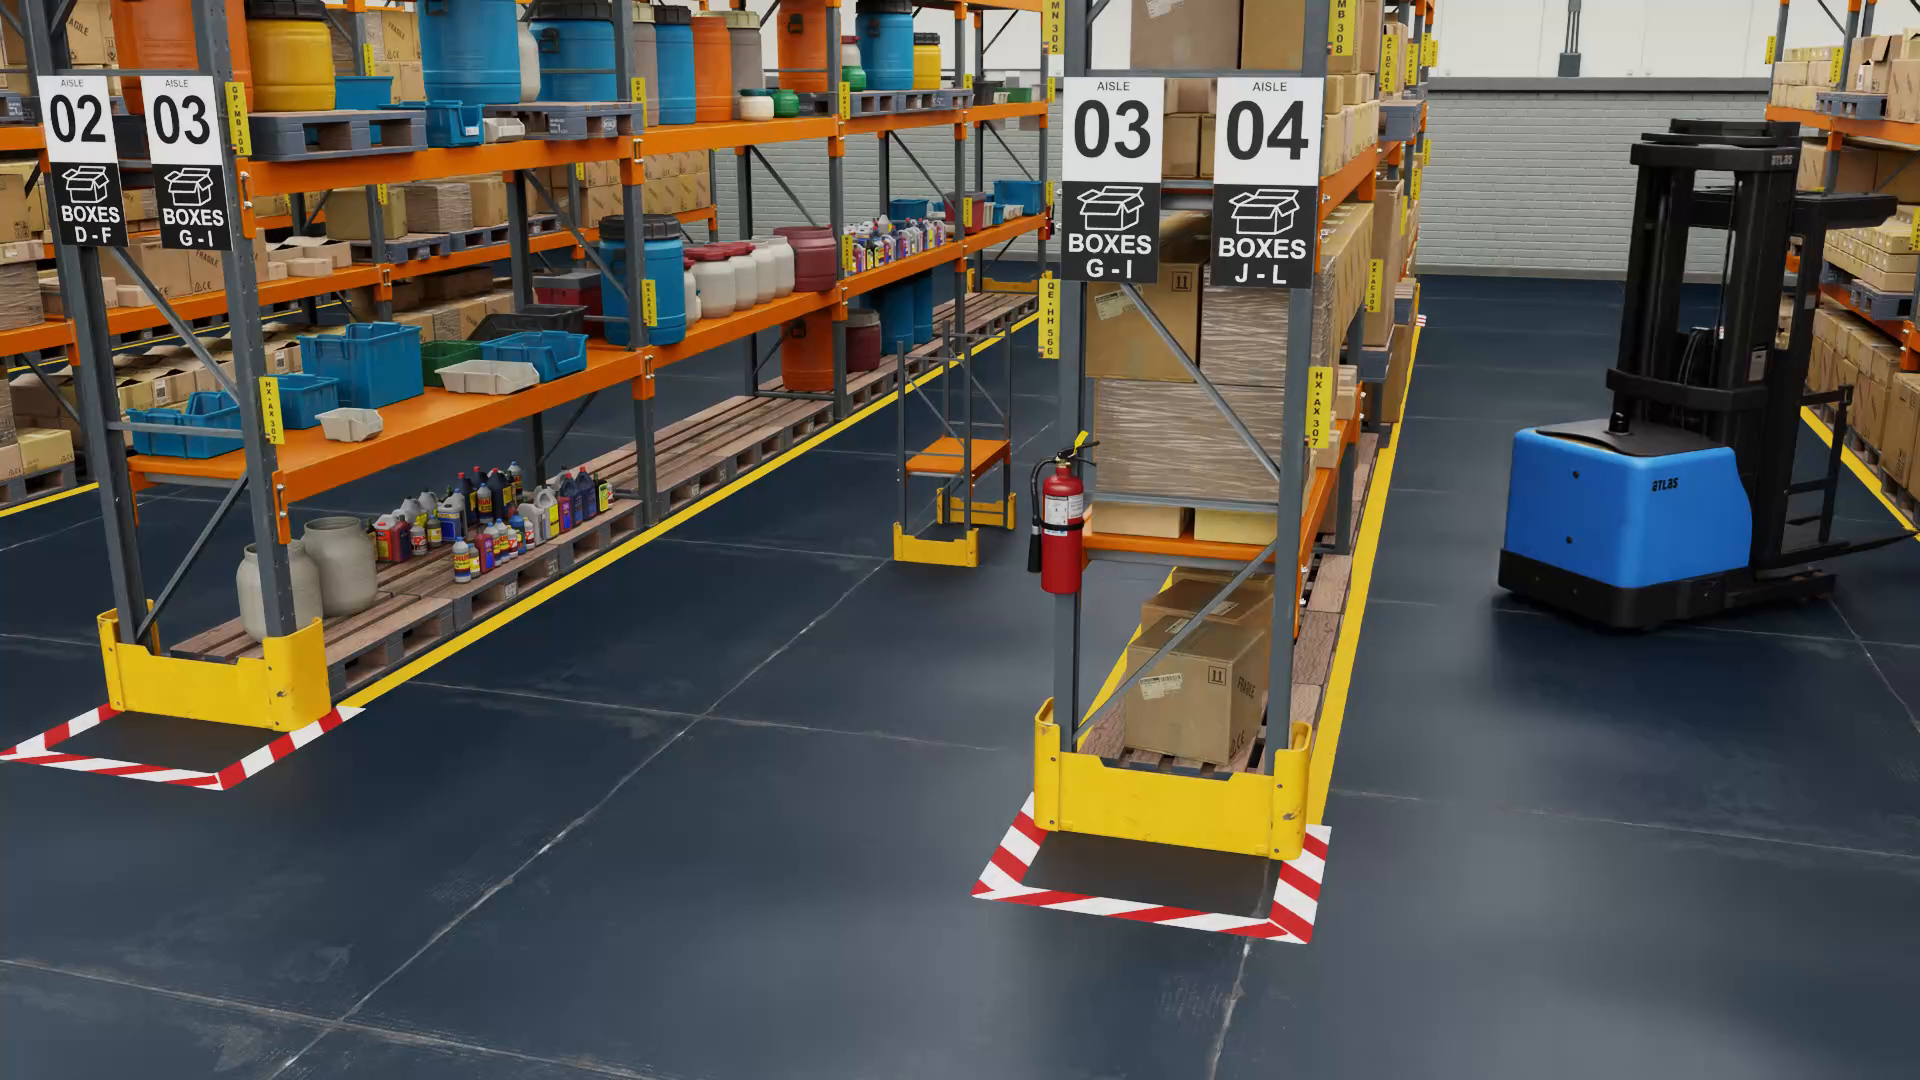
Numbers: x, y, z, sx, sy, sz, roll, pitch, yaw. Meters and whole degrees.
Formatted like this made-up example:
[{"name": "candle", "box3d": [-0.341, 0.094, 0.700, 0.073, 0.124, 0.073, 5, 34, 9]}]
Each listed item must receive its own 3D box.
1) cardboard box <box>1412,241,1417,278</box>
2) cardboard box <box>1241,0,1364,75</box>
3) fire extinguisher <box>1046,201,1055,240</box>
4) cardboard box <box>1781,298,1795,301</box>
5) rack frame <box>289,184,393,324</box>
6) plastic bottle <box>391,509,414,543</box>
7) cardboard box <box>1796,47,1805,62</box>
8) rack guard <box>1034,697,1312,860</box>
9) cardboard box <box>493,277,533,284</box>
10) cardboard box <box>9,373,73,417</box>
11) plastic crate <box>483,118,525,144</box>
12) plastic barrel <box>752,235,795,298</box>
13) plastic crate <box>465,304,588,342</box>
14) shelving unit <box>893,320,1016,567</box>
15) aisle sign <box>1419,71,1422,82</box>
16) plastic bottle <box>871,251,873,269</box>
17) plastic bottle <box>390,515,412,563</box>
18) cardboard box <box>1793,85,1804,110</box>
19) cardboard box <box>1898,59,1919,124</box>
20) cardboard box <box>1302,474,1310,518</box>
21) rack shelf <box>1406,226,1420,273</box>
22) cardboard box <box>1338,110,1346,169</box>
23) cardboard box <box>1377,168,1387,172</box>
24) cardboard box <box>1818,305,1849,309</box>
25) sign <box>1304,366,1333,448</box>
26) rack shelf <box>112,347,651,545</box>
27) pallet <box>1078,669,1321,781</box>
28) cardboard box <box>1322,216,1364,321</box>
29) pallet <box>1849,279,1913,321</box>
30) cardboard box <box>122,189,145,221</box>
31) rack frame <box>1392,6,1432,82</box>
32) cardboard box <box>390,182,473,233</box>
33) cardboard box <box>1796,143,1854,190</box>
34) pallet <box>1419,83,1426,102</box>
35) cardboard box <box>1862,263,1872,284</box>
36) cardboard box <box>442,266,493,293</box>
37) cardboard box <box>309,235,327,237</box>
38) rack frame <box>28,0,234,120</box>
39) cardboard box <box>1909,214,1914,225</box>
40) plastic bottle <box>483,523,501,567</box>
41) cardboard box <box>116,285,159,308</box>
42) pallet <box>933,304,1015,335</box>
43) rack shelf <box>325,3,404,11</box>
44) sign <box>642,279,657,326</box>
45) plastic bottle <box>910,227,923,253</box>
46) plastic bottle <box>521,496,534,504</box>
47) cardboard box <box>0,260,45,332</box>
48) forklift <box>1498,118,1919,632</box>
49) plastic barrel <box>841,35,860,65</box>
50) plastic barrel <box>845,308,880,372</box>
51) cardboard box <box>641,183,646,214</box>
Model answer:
[{"name": "cardboard box", "box3d": [5.341, -3.344, 21.245, 0.875, 0.875, 0.875, 5, 16, 16]}, {"name": "cardboard box", "box3d": [1.580, -2.394, 7.630, 0.500, 0.500, 0.500, 5, 16, 16]}, {"name": "fire extinguisher", "box3d": [1.176, -4.509, 23.055, 0.296, 0.674, 0.183, 5, 16, 16]}, {"name": "cardboard box", "box3d": [9.550, -2.724, 19.300, 0.380, 0.149, 0.250, 4, 16, 13]}, {"name": "rack frame", "box3d": [-6.324, -3.014, 16.958, 1.000, 3.000, 0.127, 5, 16, 16]}, {"name": "plastic bottle", "box3d": [-3.610, -0.052, 10.699, 0.152, 0.276, 0.135, 4, 16, 14]}, {"name": "cardboard box", "box3d": [9.418, -5.331, 18.259, 0.380, 0.149, 0.250, 5, 17, 18]}, {"name": "rack guard", "box3d": [0.921, 1.031, 7.278, 1.175, 0.500, 0.348, 5, 16, 16]}, {"name": "cardboard box", "box3d": [-5.558, -2.962, 20.549, 0.500, 0.500, 0.500, 4, 16, 13]}, {"name": "cardboard box", "box3d": [-7.620, -1.244, 13.961, 0.500, 0.311, 0.500, 5, 16, 16]}, {"name": "plastic crate", "box3d": [-2.781, -2.447, 9.946, 0.243, 0.136, 0.396, 5, 16, 16]}, {"name": "plastic barrel", "box3d": [-1.663, -2.397, 14.577, 0.421, 0.512, 0.421, 0, 16, 0]}, {"name": "plastic crate", "box3d": [-2.983, -1.425, 11.471, 0.767, 0.338, 0.504, 5, 16, 16]}, {"name": "shelving unit", "box3d": [-0.022, -0.702, 11.554, 0.587, 1.500, 1.083, 5, 16, 16]}, {"name": "aisle sign", "box3d": [5.755, -5.584, 21.254, 0.394, 0.787, 0.004, 5, 16, 16]}, {"name": "plastic bottle", "box3d": [-0.914, -2.805, 16.587, 0.097, 0.201, 0.097, 0, 16, 0]}, {"name": "plastic bottle", "box3d": [-3.547, -0.011, 10.542, 0.061, 0.283, 0.133, 5, 16, 16]}, {"name": "cardboard box", "box3d": [9.356, -4.792, 18.006, 0.500, 0.250, 0.500, 5, 16, 16]}, {"name": "cardboard box", "box3d": [7.948, -3.626, 13.434, 0.500, 0.500, 0.500, 5, 16, 16]}, {"name": "cardboard box", "box3d": [1.384, -0.215, 7.550, 0.380, 0.149, 0.250, 5, 16, 16]}, {"name": "rack shelf", "box3d": [4.878, -3.468, 19.878, 1.077, 0.370, 4.000, 5, 16, 16]}, {"name": "cardboard box", "box3d": [1.425, -1.764, 7.329, 0.500, 0.250, 0.500, 4, 16, 15]}, {"name": "cardboard box", "box3d": [3.768, -3.312, 15.986, 0.797, 0.503, 0.637, 5, 17, 18]}, {"name": "cardboard box", "box3d": [9.849, -2.548, 18.681, 0.380, 0.149, 0.250, 4, 16, 14]}, {"name": "sign", "box3d": [1.420, -0.526, 6.600, 0.100, 0.325, 0.005, 5, 16, 16]}, {"name": "rack shelf", "box3d": [-3.281, -0.713, 10.164, 1.077, 0.370, 4.000, 5, 16, 16]}, {"name": "pallet", "box3d": [1.186, 0.960, 8.057, 1.003, 0.211, 1.213, 5, 16, 16]}, {"name": "cardboard box", "box3d": [1.888, -1.470, 8.953, 0.500, 0.500, 0.500, 5, 16, 16]}, {"name": "pallet", "box3d": [8.000, -1.936, 13.509, 1.213, 0.211, 1.003, 5, 16, 16]}, {"name": "cardboard box", "box3d": [-10.251, -4.108, 20.050, 0.500, 0.500, 0.500, 5, 17, 17]}, {"name": "rack frame", "box3d": [5.447, -7.224, 20.806, 1.000, 3.000, 0.127, 5, 16, 16]}, {"name": "cardboard box", "box3d": [-5.810, -3.662, 18.290, 0.700, 0.500, 0.500, 8, 18, 26]}, {"name": "cardboard box", "box3d": [9.212, -3.965, 17.749, 0.500, 0.500, 0.500, 5, 17, 17]}, {"name": "pallet", "box3d": [4.901, -5.223, 19.411, 1.003, 0.211, 1.213, 5, 16, 16]}, {"name": "cardboard box", "box3d": [7.744, -2.212, 13.820, 0.380, 0.149, 0.250, 5, 17, 17]}, {"name": "cardboard box", "box3d": [-5.842, -3.061, 19.524, 0.500, 0.250, 0.500, 5, 16, 16]}, {"name": "cardboard box", "box3d": [-9.346, -4.394, 24.447, 0.380, 0.149, 0.250, 5, 17, 17]}, {"name": "rack frame", "box3d": [-3.849, -3.422, 7.402, 1.000, 3.000, 0.127, 5, 16, 16]}, {"name": "cardboard box", "box3d": [8.811, -2.857, 15.004, 0.380, 0.149, 0.250, 4, 16, 14]}, {"name": "plastic bottle", "box3d": [-2.938, 0.025, 10.436, 0.097, 0.271, 0.097, 0, 16, 0]}, {"name": "cardboard box", "box3d": [-7.013, -2.062, 14.064, 0.380, 0.149, 0.250, 5, 16, 16]}, {"name": "pallet", "box3d": [0.078, -2.849, 21.488, 1.003, 0.211, 1.213, 5, 16, 16]}, {"name": "rack shelf", "box3d": [-9.369, -7.314, 23.177, 1.077, 0.370, 4.000, 5, 16, 16]}, {"name": "sign", "box3d": [-2.188, -1.670, 11.712, 0.100, 0.325, 0.005, 5, 16, 16]}, {"name": "plastic bottle", "box3d": [-0.488, -3.260, 18.052, 0.152, 0.276, 0.135, 5, 16, 16]}, {"name": "plastic bottle", "box3d": [-2.871, -0.163, 11.077, 0.061, 0.283, 0.133, 5, 16, 16]}, {"name": "cardboard box", "box3d": [-7.581, -1.899, 12.843, 0.700, 0.500, 0.500, 4, 16, 14]}, {"name": "forklift", "box3d": [4.963, -1.134, 10.457, 3.031, 2.935, 1.130, -8, 18, -27]}, {"name": "plastic barrel", "box3d": [-1.216, -4.815, 16.791, 0.433, 0.535, 0.433, 0, 16, 0]}, {"name": "plastic barrel", "box3d": [-1.132, -2.095, 17.369, 0.600, 0.588, 0.708, 5, 16, 16]}, {"name": "cardboard box", "box3d": [-4.494, -4.485, 21.963, 0.500, 0.500, 0.500, 5, 16, 16]}]
